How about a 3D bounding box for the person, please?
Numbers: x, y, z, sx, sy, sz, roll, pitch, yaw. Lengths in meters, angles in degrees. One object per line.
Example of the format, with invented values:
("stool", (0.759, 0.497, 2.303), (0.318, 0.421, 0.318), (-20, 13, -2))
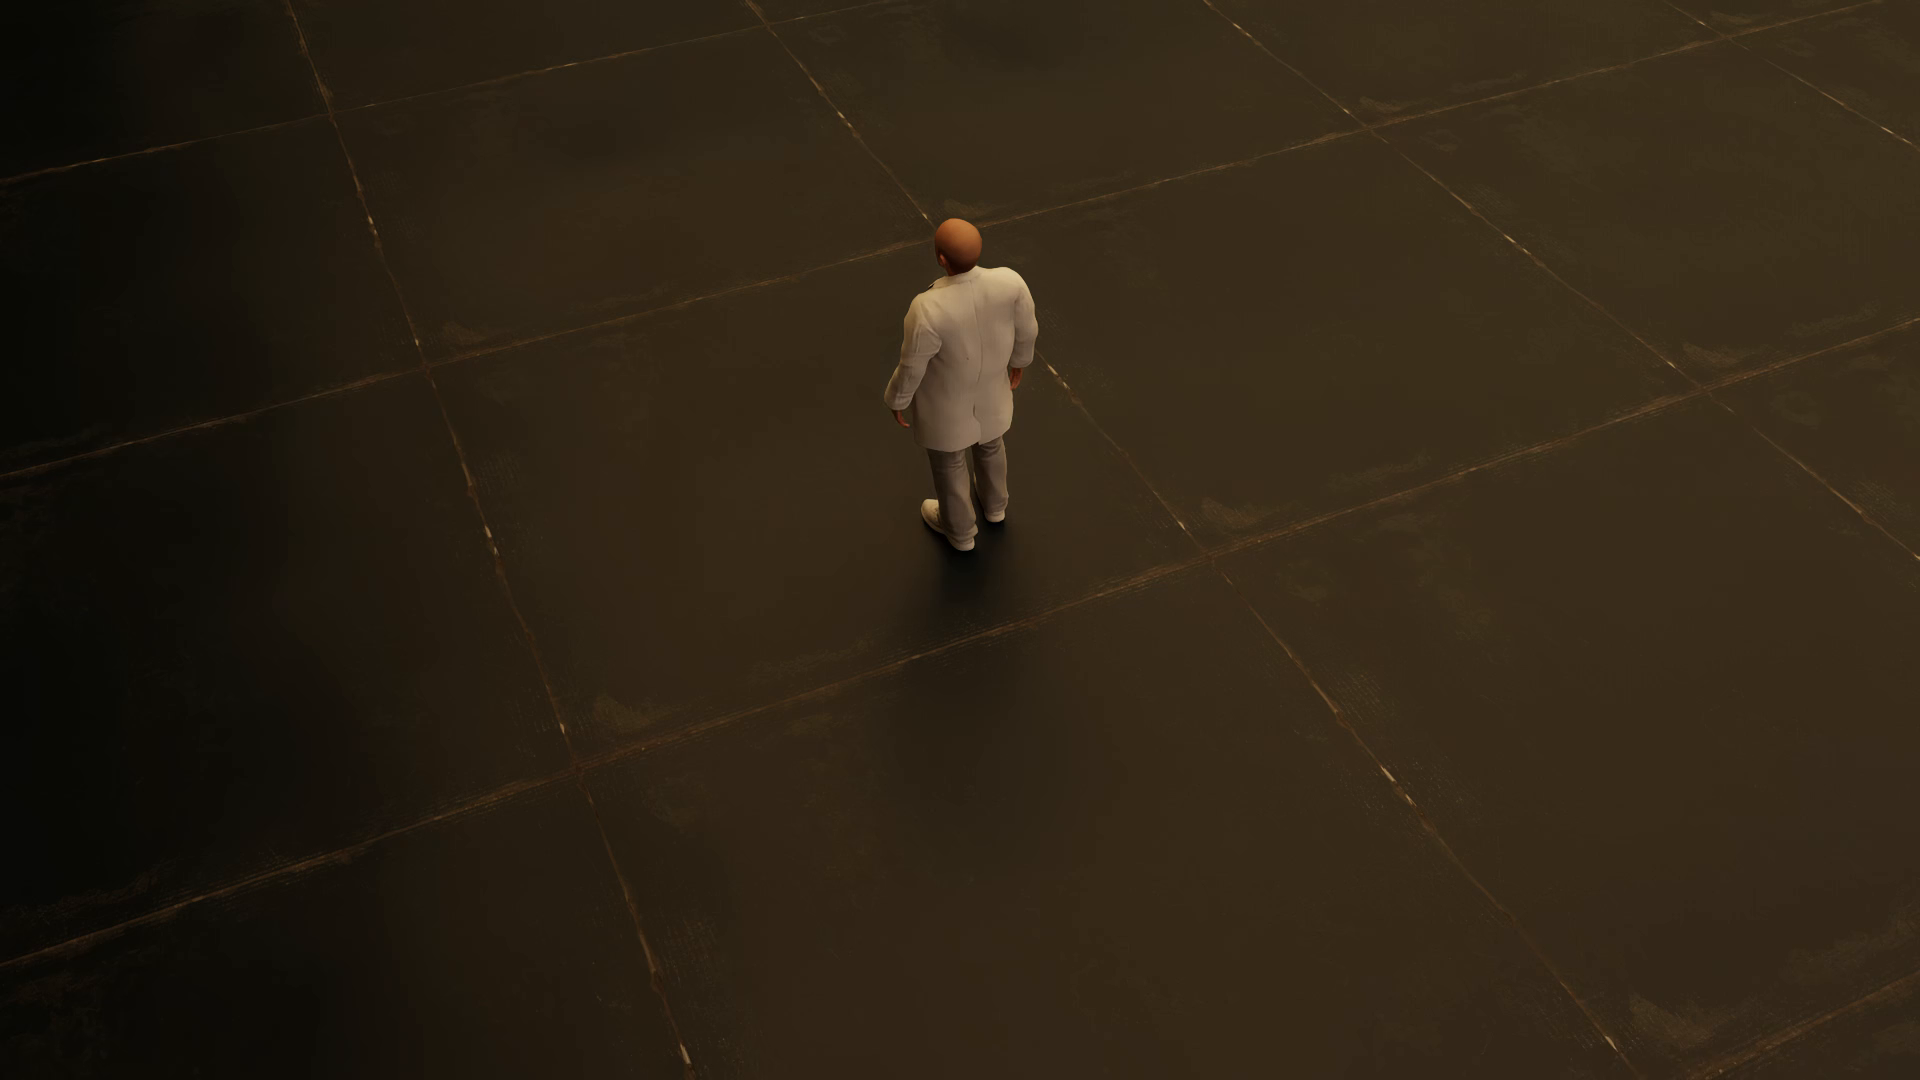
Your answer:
("person", (-0.033, -0.713, 7.278), (0.696, 1.776, 0.581), (-18, 46, -18))
